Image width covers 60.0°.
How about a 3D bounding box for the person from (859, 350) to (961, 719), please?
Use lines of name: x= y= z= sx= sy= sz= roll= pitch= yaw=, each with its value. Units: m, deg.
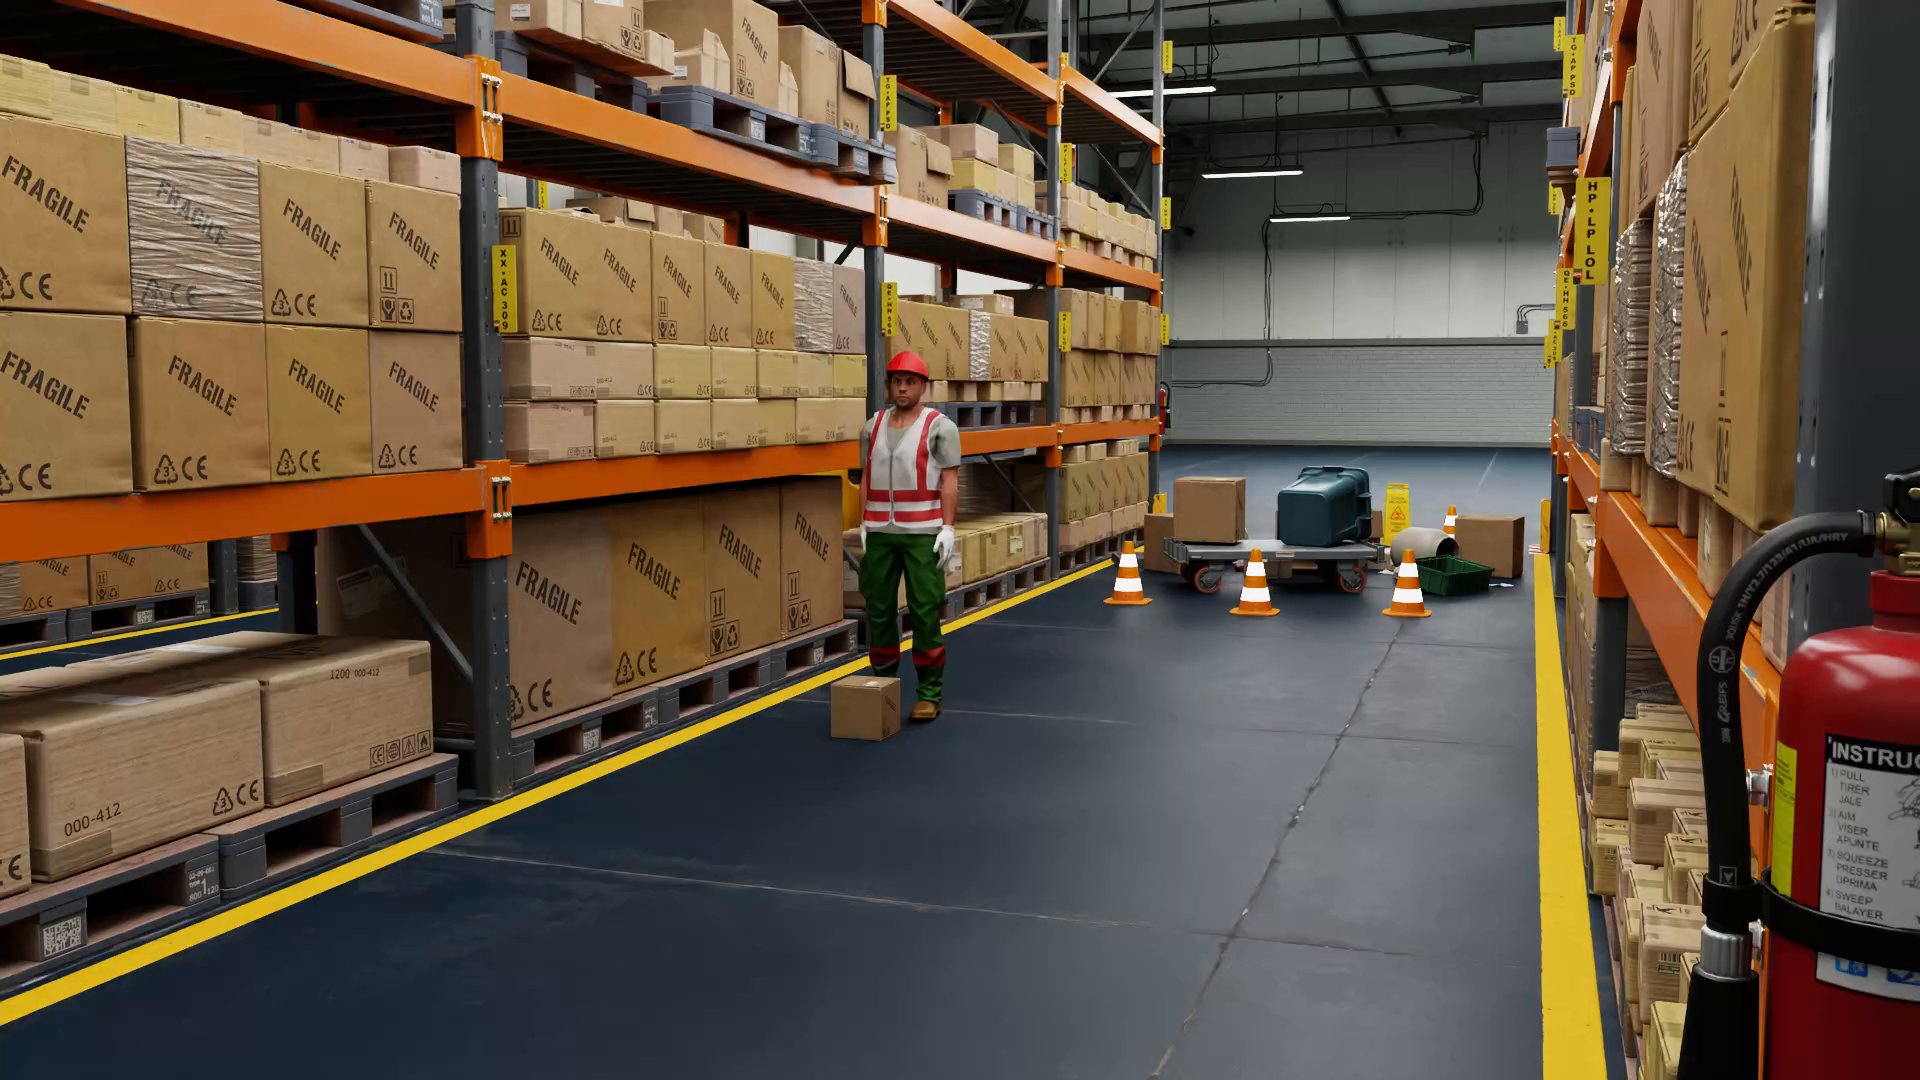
person: x=-0.263 y=-0.019 z=8.093 sx=0.524 sy=1.797 sz=0.342 roll=2 pitch=5 yaw=20
